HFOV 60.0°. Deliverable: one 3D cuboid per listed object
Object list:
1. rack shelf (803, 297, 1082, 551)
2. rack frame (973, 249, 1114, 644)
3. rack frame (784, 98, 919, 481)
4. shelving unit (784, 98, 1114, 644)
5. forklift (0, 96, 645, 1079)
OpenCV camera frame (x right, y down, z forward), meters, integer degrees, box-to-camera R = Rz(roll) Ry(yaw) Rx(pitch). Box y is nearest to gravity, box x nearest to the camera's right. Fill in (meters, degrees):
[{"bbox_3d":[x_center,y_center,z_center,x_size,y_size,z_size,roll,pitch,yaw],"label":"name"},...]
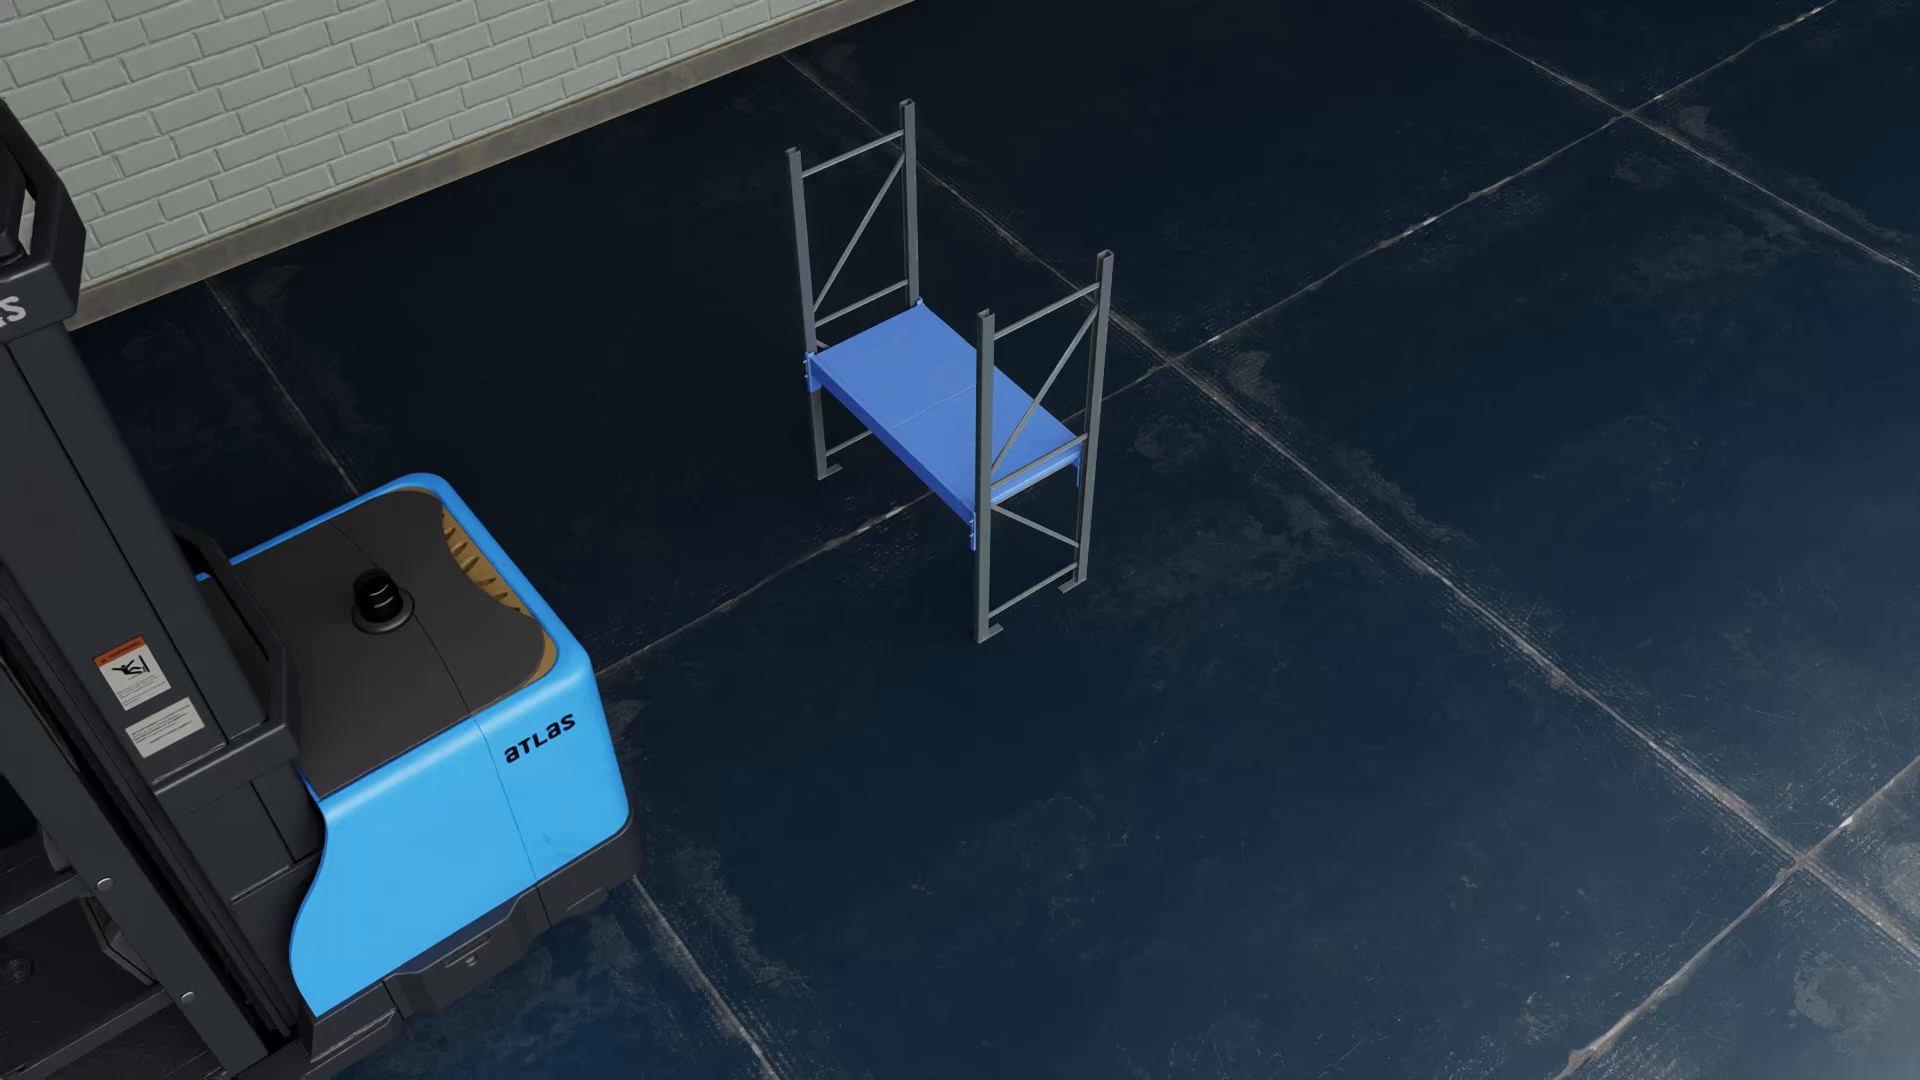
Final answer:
[{"bbox_3d":[-0.052,-0.433,5.873,0.538,0.185,1.000,-29,54,-24],"label":"rack shelf"},{"bbox_3d":[0.256,-0.254,5.468,0.500,1.500,0.032,-29,54,-24],"label":"rack frame"},{"bbox_3d":[-0.359,-0.854,6.012,0.500,1.500,0.032,-29,54,-24],"label":"rack frame"},{"bbox_3d":[-0.052,-0.554,5.740,0.538,1.500,1.048,-29,54,-24],"label":"shelving unit"},{"bbox_3d":[-2.464,0.466,3.849,3.031,2.935,1.130,-30,55,-25],"label":"forklift"}]
